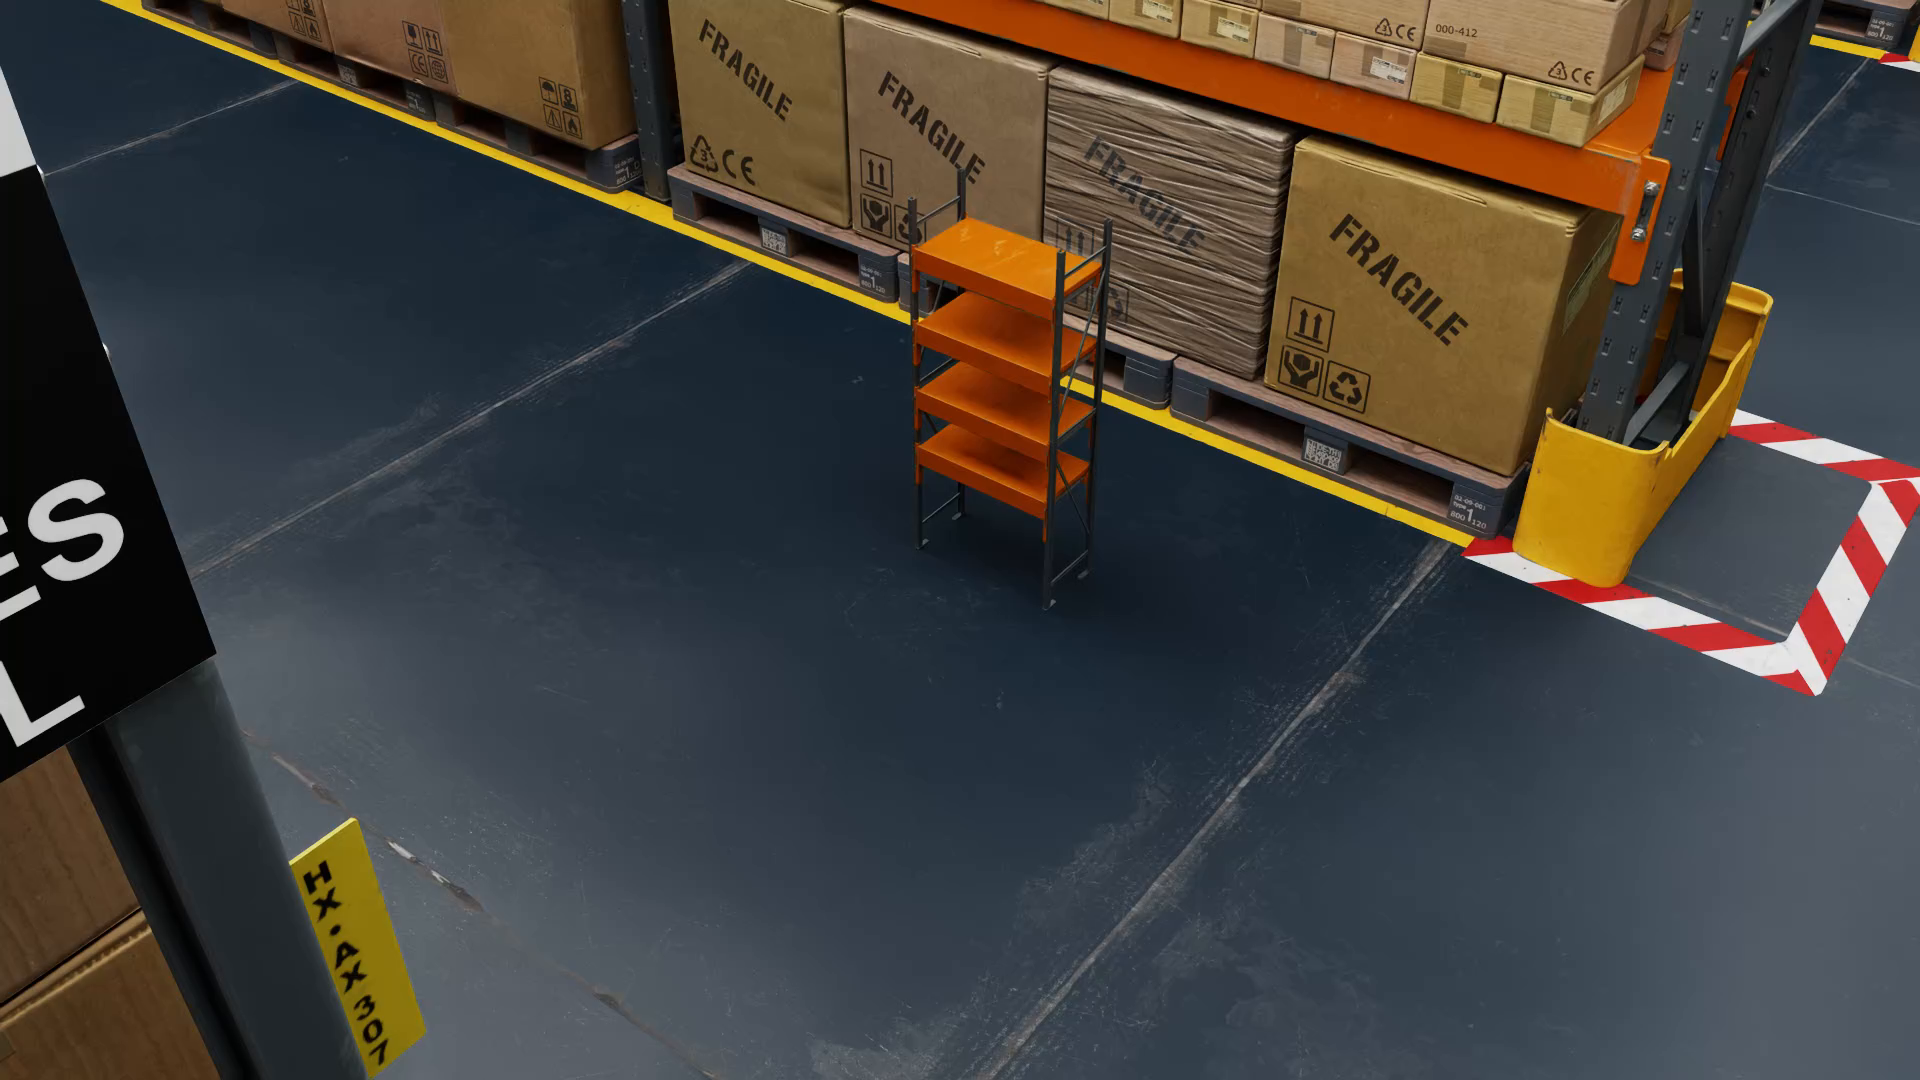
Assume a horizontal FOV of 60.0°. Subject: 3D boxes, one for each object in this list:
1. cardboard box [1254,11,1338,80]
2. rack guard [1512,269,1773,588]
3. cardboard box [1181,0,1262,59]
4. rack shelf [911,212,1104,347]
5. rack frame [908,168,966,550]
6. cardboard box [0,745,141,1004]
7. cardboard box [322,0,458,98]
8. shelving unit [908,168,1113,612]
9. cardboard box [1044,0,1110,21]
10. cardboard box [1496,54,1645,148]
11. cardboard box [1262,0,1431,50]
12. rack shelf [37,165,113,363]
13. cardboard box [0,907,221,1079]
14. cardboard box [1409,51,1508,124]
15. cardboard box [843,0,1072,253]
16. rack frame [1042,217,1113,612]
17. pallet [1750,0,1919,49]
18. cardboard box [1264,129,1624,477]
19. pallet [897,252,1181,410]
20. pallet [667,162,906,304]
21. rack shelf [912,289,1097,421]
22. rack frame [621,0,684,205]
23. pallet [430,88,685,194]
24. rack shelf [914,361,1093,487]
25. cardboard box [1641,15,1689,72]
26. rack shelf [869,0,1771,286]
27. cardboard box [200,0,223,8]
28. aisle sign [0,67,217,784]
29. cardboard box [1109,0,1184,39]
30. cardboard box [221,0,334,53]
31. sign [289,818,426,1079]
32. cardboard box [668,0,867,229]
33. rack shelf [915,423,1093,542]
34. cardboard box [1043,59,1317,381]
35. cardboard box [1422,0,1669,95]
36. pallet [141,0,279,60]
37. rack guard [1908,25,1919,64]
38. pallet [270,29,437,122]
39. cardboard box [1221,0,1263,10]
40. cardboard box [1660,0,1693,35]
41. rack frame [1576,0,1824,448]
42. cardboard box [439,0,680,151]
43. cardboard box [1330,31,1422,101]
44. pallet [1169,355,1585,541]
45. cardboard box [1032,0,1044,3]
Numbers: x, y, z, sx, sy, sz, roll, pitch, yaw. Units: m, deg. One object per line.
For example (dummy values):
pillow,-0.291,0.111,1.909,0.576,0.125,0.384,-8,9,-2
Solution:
cardboard box,1.091,-1.536,4.983,0.250,0.149,0.380,26,45,29
rack guard,2.198,-0.384,5.335,0.348,0.500,1.175,25,45,29
cardboard box,0.884,-1.633,5.106,0.250,0.149,0.380,24,44,28
rack shelf,0.131,-0.720,4.559,0.480,0.148,0.258,25,45,29
rack frame,-0.062,-0.502,4.918,0.015,1.200,0.240,25,45,29
cardboard box,-1.110,0.165,1.473,0.500,0.500,0.500,25,44,28
cardboard box,-2.229,-2.768,7.736,0.875,0.875,1.225,24,44,27
shelving unit,0.131,-0.410,4.801,0.503,1.200,0.258,25,45,29
cardboard box,0.482,-1.823,5.349,0.250,0.149,0.380,26,45,29
cardboard box,1.696,-1.251,4.618,0.250,0.149,0.380,26,45,29
cardboard box,1.230,-1.677,4.840,0.500,0.250,0.500,24,44,28
rack shelf,-2.503,-0.634,1.776,4.000,0.370,1.077,25,45,29
cardboard box,-1.103,0.553,1.787,0.500,0.500,0.500,27,46,31
cardboard box,1.488,-1.347,4.741,0.250,0.149,0.380,26,45,29
cardboard box,0.192,-1.581,6.219,0.875,0.875,0.875,25,45,29
rack frame,0.325,-0.319,4.684,0.015,1.200,0.240,25,45,29
pallet,4.556,-3.033,8.952,1.213,0.211,1.003,25,45,29
cardboard box,1.622,-0.907,5.358,0.875,0.875,0.875,25,45,29
pallet,0.531,-0.998,6.353,1.213,0.211,1.003,25,45,29
pallet,-0.442,-1.454,6.937,1.213,0.211,1.003,25,45,29
rack shelf,0.131,-0.534,4.705,0.480,0.148,0.258,25,45,29
rack frame,-0.998,-2.876,6.490,0.127,3.000,1.000,25,45,29
pallet,-1.657,-2.030,7.671,1.213,0.211,1.003,25,45,29
rack shelf,0.131,-0.357,4.842,0.480,0.148,0.258,25,45,29
cardboard box,2.097,-1.573,5.030,0.250,0.149,0.380,26,45,29
rack shelf,0.590,-1.843,5.755,4.000,0.370,1.077,25,45,29
cardboard box,-3.640,-3.434,8.585,0.875,0.875,1.225,23,44,27
aisle sign,-0.674,-0.130,0.874,0.004,0.787,0.394,25,45,29
cardboard box,0.677,-1.729,5.229,0.250,0.149,0.380,25,45,29
cardboard box,-2.937,-3.096,8.154,0.875,0.875,1.225,25,45,29
sign,-0.585,0.407,1.595,0.005,0.325,0.100,25,45,29
cardboard box,-0.523,-1.918,6.649,0.875,0.875,0.875,25,45,29
rack shelf,0.131,-0.201,4.965,0.480,0.148,0.258,25,45,29
cardboard box,0.899,-1.248,5.793,0.875,0.875,0.875,25,45,29
cardboard box,1.633,-1.487,4.597,0.500,0.250,0.500,25,44,28
pallet,-3.595,-2.944,8.838,1.213,0.211,1.003,25,45,29
rack guard,5.215,-2.816,8.441,0.348,0.500,1.175,25,45,29
pallet,-2.630,-2.486,8.254,1.213,0.211,1.003,25,45,29
cardboard box,0.826,-1.868,5.083,0.500,0.250,0.500,24,44,27
cardboard box,1.962,-1.748,4.929,0.500,0.250,0.500,24,44,27
rack frame,2.179,-1.377,4.576,0.127,3.000,1.000,25,45,29
cardboard box,-1.519,-2.434,7.309,0.875,0.875,1.225,25,45,29
cardboard box,1.289,-1.442,4.863,0.250,0.149,0.380,25,45,29
pallet,1.496,-0.541,5.769,1.213,0.211,1.003,25,45,29
cardboard box,0.274,-1.920,5.473,0.250,0.149,0.380,24,44,27
